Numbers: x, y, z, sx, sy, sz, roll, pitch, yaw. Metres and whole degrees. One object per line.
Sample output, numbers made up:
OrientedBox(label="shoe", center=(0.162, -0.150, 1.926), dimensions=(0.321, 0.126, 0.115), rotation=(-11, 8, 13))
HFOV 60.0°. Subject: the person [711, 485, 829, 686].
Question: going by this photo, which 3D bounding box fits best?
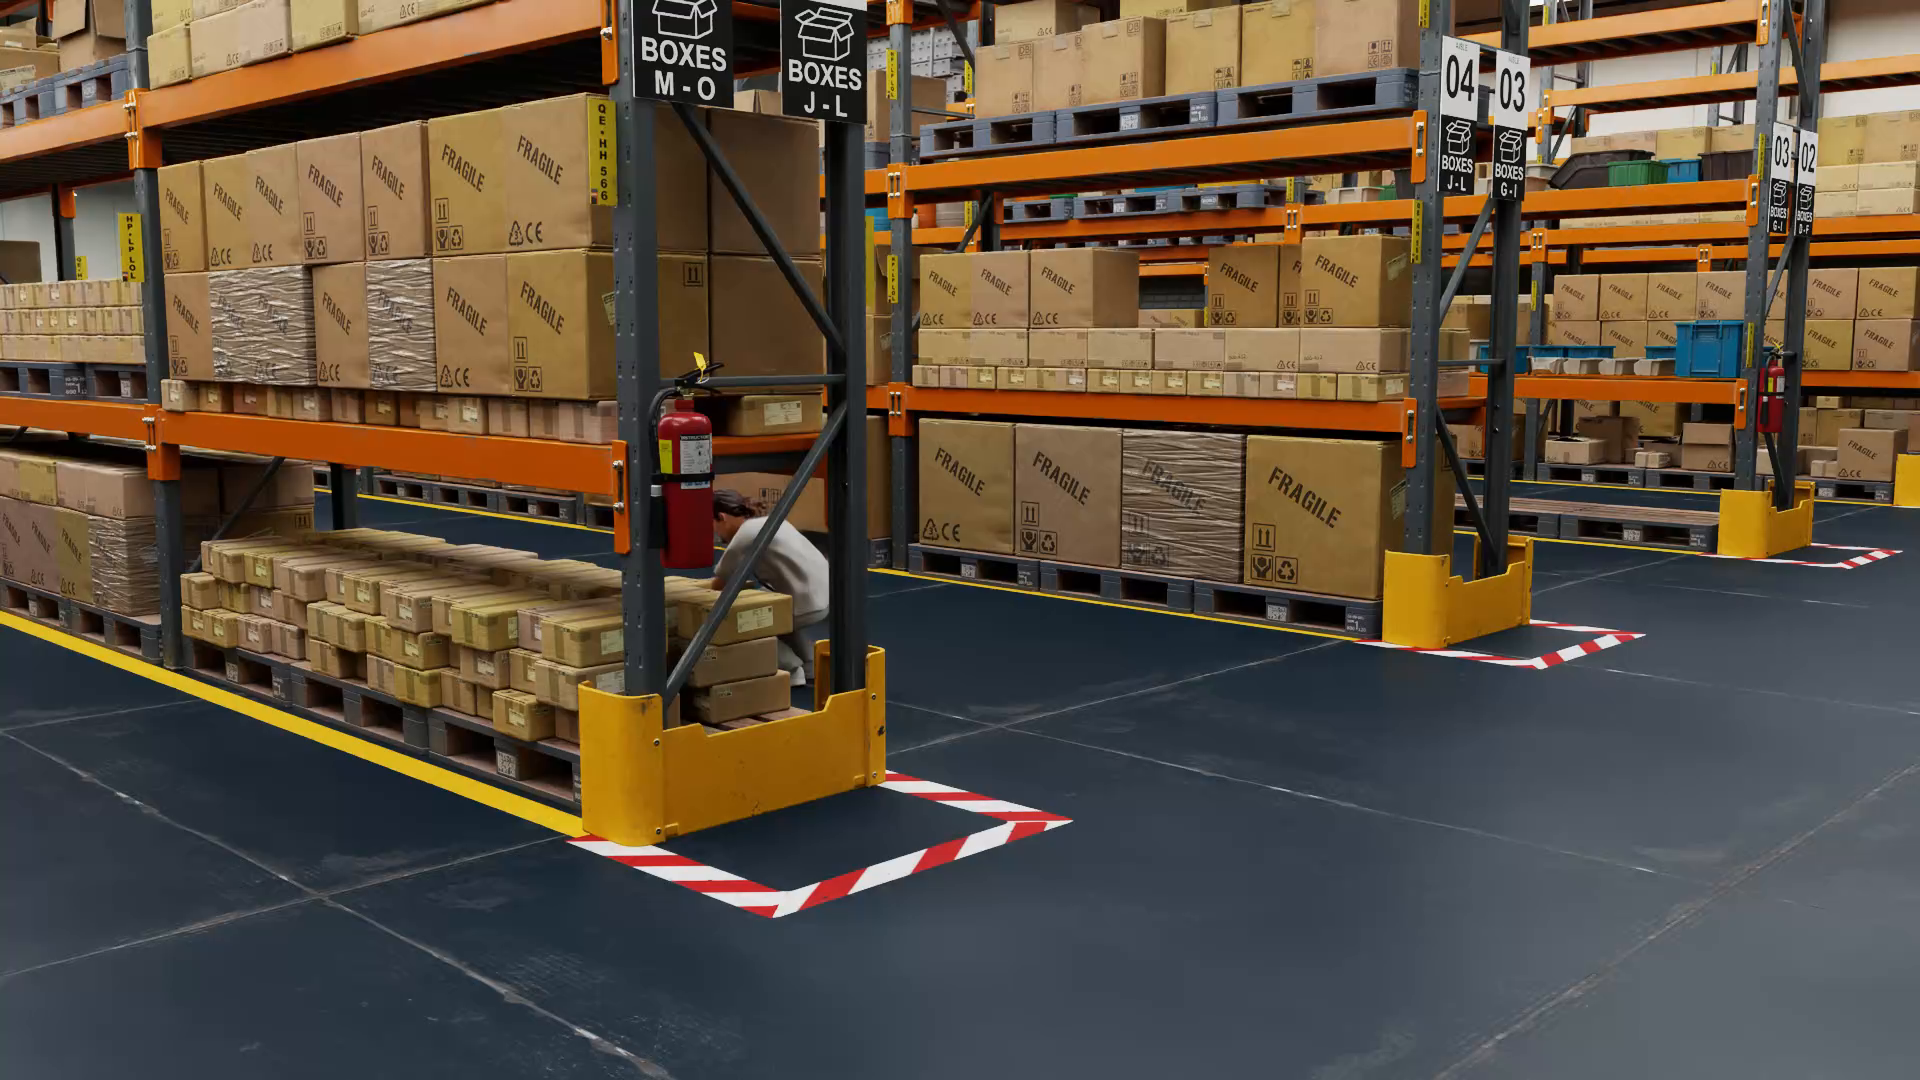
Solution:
OrientedBox(label="person", center=(-0.944, 0.210, 8.078), dimensions=(0.819, 0.943, 0.471), rotation=(4, 8, 30))
